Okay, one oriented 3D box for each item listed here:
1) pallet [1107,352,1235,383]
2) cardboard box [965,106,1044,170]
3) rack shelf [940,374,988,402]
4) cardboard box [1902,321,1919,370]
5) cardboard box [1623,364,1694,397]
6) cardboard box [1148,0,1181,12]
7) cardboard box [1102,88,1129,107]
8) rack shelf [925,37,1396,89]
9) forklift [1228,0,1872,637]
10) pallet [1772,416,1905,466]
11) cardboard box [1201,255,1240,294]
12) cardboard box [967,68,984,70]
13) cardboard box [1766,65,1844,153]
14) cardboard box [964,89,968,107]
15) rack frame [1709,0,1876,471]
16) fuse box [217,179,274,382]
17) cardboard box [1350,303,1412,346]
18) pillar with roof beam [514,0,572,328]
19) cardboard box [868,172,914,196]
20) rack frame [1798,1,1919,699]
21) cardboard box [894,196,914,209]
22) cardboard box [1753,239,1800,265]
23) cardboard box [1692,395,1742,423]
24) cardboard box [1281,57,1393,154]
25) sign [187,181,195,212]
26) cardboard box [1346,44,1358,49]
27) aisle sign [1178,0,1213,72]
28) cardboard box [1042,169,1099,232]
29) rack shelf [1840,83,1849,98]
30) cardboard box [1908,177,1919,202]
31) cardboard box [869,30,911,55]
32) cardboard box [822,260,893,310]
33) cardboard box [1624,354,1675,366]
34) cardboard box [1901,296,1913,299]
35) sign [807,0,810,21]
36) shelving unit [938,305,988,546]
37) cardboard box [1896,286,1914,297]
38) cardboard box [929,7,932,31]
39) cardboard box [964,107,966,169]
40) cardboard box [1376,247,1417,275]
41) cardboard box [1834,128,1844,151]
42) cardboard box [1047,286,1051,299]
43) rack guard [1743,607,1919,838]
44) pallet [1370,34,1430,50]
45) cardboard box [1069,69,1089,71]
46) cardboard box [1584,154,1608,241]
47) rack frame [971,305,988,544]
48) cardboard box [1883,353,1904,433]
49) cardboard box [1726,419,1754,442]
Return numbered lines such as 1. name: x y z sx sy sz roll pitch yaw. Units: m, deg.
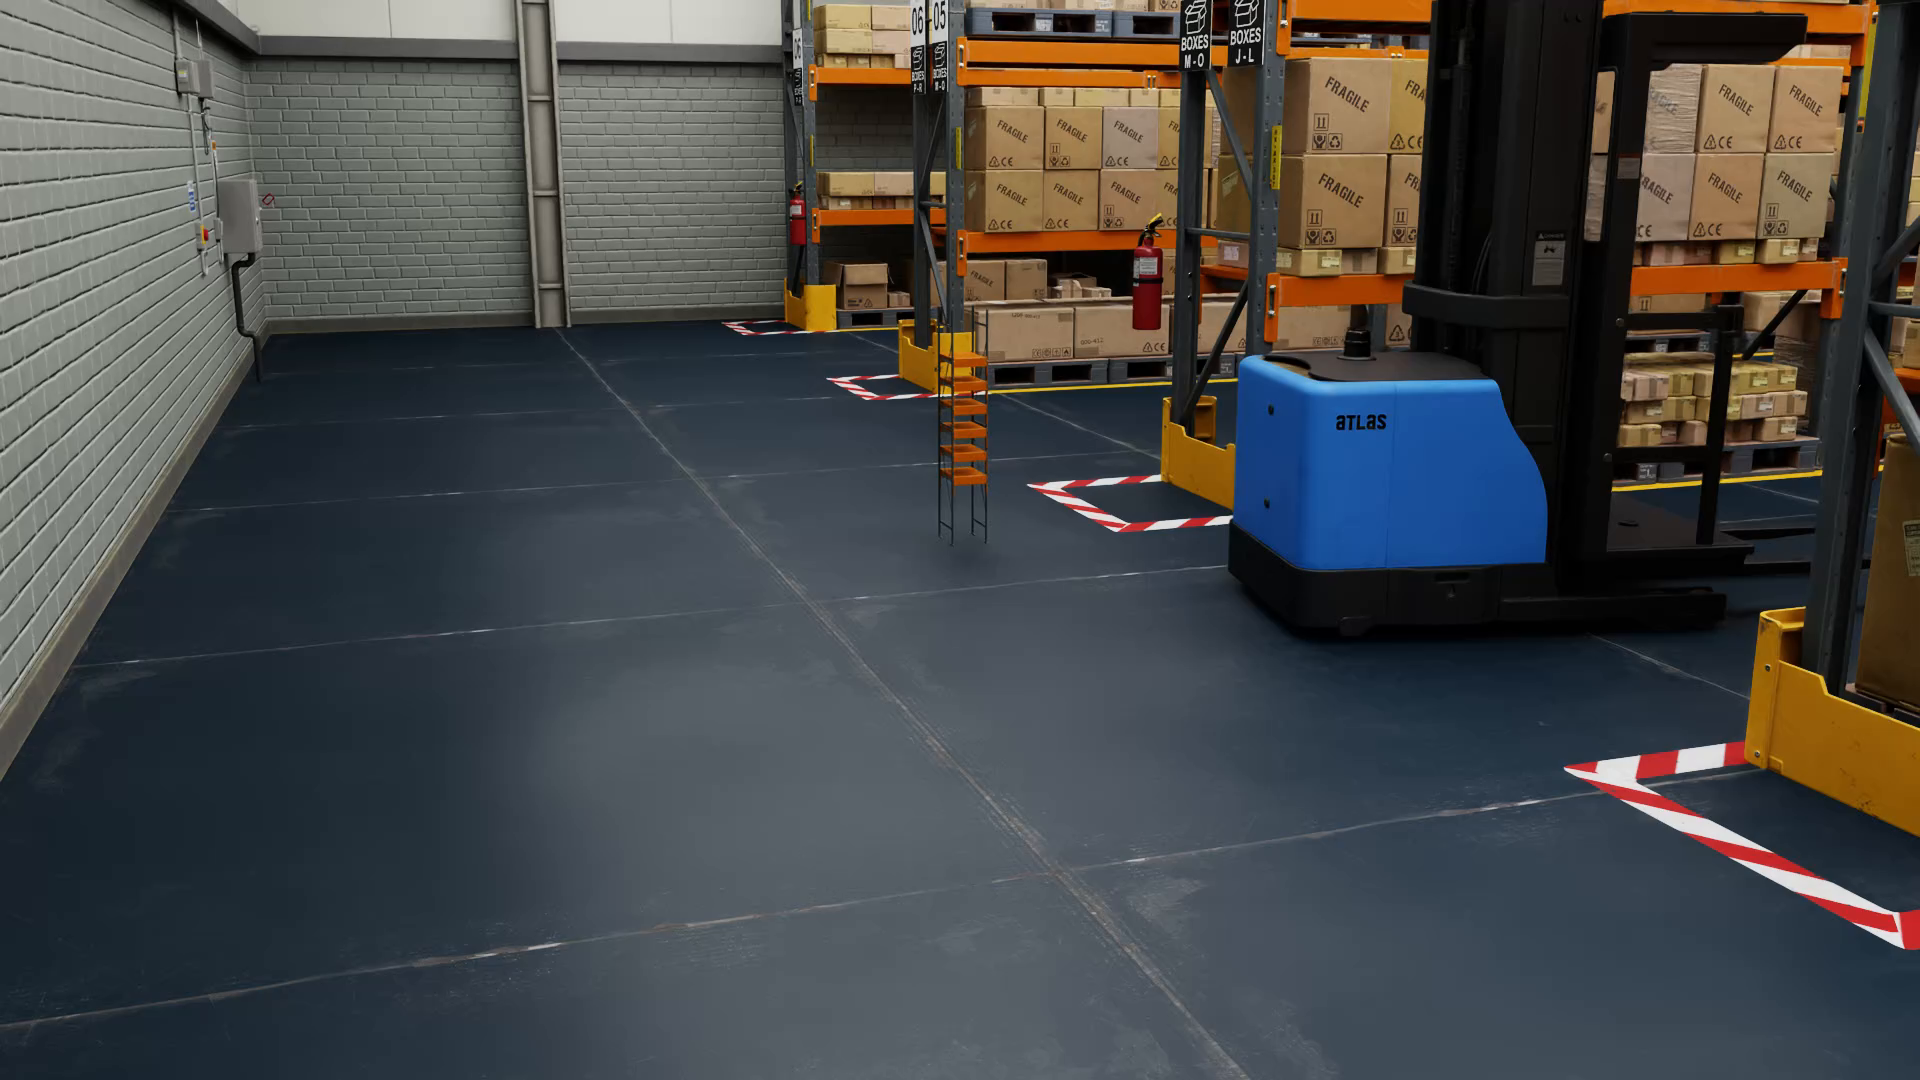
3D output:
1. pallet: 1.703 -1.602 14.920 1.213 0.211 1.003 -4 14 -18
2. cardboard box: 0.361 -3.301 13.662 0.500 0.500 0.500 -5 14 -19
3. rack shelf: 0.014 -0.775 8.463 0.180 0.103 0.258 -4 14 -18
4. cardboard box: 3.209 -0.596 5.208 0.250 0.149 0.380 -4 14 -17
5. cardboard box: 4.293 -0.984 10.265 0.250 0.149 0.380 -4 14 -16
6. cardboard box: 1.774 -4.670 13.971 0.500 0.500 0.500 -4 14 -17
7. cardboard box: 1.225 -3.692 13.905 0.250 0.149 0.380 -4 14 -18
8. rack shelf: 1.711 -4.050 14.259 4.000 0.370 1.077 -4 14 -18
9. forklift: 2.805 -1.161 7.192 3.031 2.935 1.130 -2 14 -8
10. pallet: 6.019 -0.711 11.176 1.213 0.211 1.003 -4 14 -18
11. cardboard box: 3.052 -3.193 20.077 0.500 0.500 0.500 -5 14 -19
12. cardboard box: 0.089 -5.283 18.431 0.250 0.149 0.380 -4 14 -18
13. cardboard box: 4.922 -2.596 10.054 0.500 0.500 0.500 -5 14 -20
14. cardboard box: 0.092 -3.714 13.996 0.250 0.149 0.380 -4 14 -17
15. rack frame: 5.281 -2.010 10.611 0.127 3.000 1.000 -4 14 -18
16. fuse box: -6.053 -2.216 14.263 0.414 1.711 0.539 -4 14 -18
17. cardboard box: 4.169 -2.322 15.607 0.875 0.875 0.875 -4 14 -16
18. pillar with roof beam: -3.241 -5.854 13.809 0.400 9.000 9.100 -4 14 -18
19. cardboard box: -0.777 -3.965 18.510 0.500 0.250 0.500 -4 14 -17
20. rack frame: 2.976 -0.619 4.765 0.127 3.000 1.000 -4 14 -18
21. cardboard box: -0.649 -3.784 18.613 0.250 0.149 0.380 -4 14 -16
22. cardboard box: 4.876 -1.772 10.155 0.250 0.149 0.380 -5 14 -20
23. cardboard box: 4.583 -0.833 10.272 0.250 0.149 0.380 -5 14 -20
24. cardboard box: 2.000 -2.369 9.103 0.500 0.500 0.500 -5 14 -18
25. sign: -5.564 -2.488 12.037 0.001 0.218 0.327 -4 14 -18
26. cardboard box: 4.569 -5.909 19.983 0.250 0.149 0.380 -4 14 -18
27. aisle sign: 1.325 -3.040 9.323 0.004 0.787 0.394 -4 14 -18
28. cardboard box: 0.833 -2.858 13.958 0.500 0.500 0.500 -5 14 -19
29. rack shelf: 11.498 -6.024 22.558 4.000 0.370 1.077 -4 14 -18
30. cardboard box: 5.801 -2.165 10.255 0.250 0.149 0.380 -4 14 -17
31. cardboard box: -0.788 -5.427 18.176 0.500 0.250 0.500 -4 14 -17
32. cardboard box: -1.161 -2.896 18.821 0.637 0.503 0.797 -5 14 -20
33. cardboard box: 4.385 -1.100 10.753 0.250 0.149 0.380 -5 14 -19
34. cardboard box: 6.894 -1.551 11.553 0.500 0.250 0.500 -5 14 -21
35. sign: -1.598 -5.647 17.530 0.005 0.325 0.100 -4 14 -18
36. shelving unit: 0.014 -0.585 8.508 0.189 1.200 0.258 -4 14 -18
37. cardboard box: 9.354 -2.460 17.273 0.625 0.372 0.950 -4 14 -16
38. cardboard box: -0.311 -5.707 18.271 0.500 0.250 0.500 -5 14 -19
39. cardboard box: 0.197 -3.416 14.144 0.500 0.500 0.500 -4 14 -16
40. cardboard box: 2.402 -1.581 9.348 0.250 0.149 0.380 -5 14 -20
41. cardboard box: 8.390 -3.804 16.385 0.500 0.500 0.500 -4 14 -15
42. cardboard box: 0.908 -2.965 19.879 0.250 0.149 0.380 -5 14 -19
43. rack guard: 2.954 0.598 5.047 0.348 0.500 1.175 -4 14 -18
44. pallet: 4.460 -4.533 15.149 1.217 0.209 0.805 -5 14 -20
45. cardboard box: 1.283 -5.387 18.869 0.250 0.149 0.380 -4 14 -16
46. cardboard box: 3.452 -1.998 9.702 0.500 0.500 0.500 -5 14 -20
47. rack frame: 0.100 -0.592 8.537 0.006 1.200 0.240 -4 14 -18
48. cardboard box: 6.066 -0.995 10.836 0.500 0.500 0.500 -4 14 -16
49. cardboard box: 4.745 -0.723 10.453 0.250 0.149 0.380 -4 14 -16
